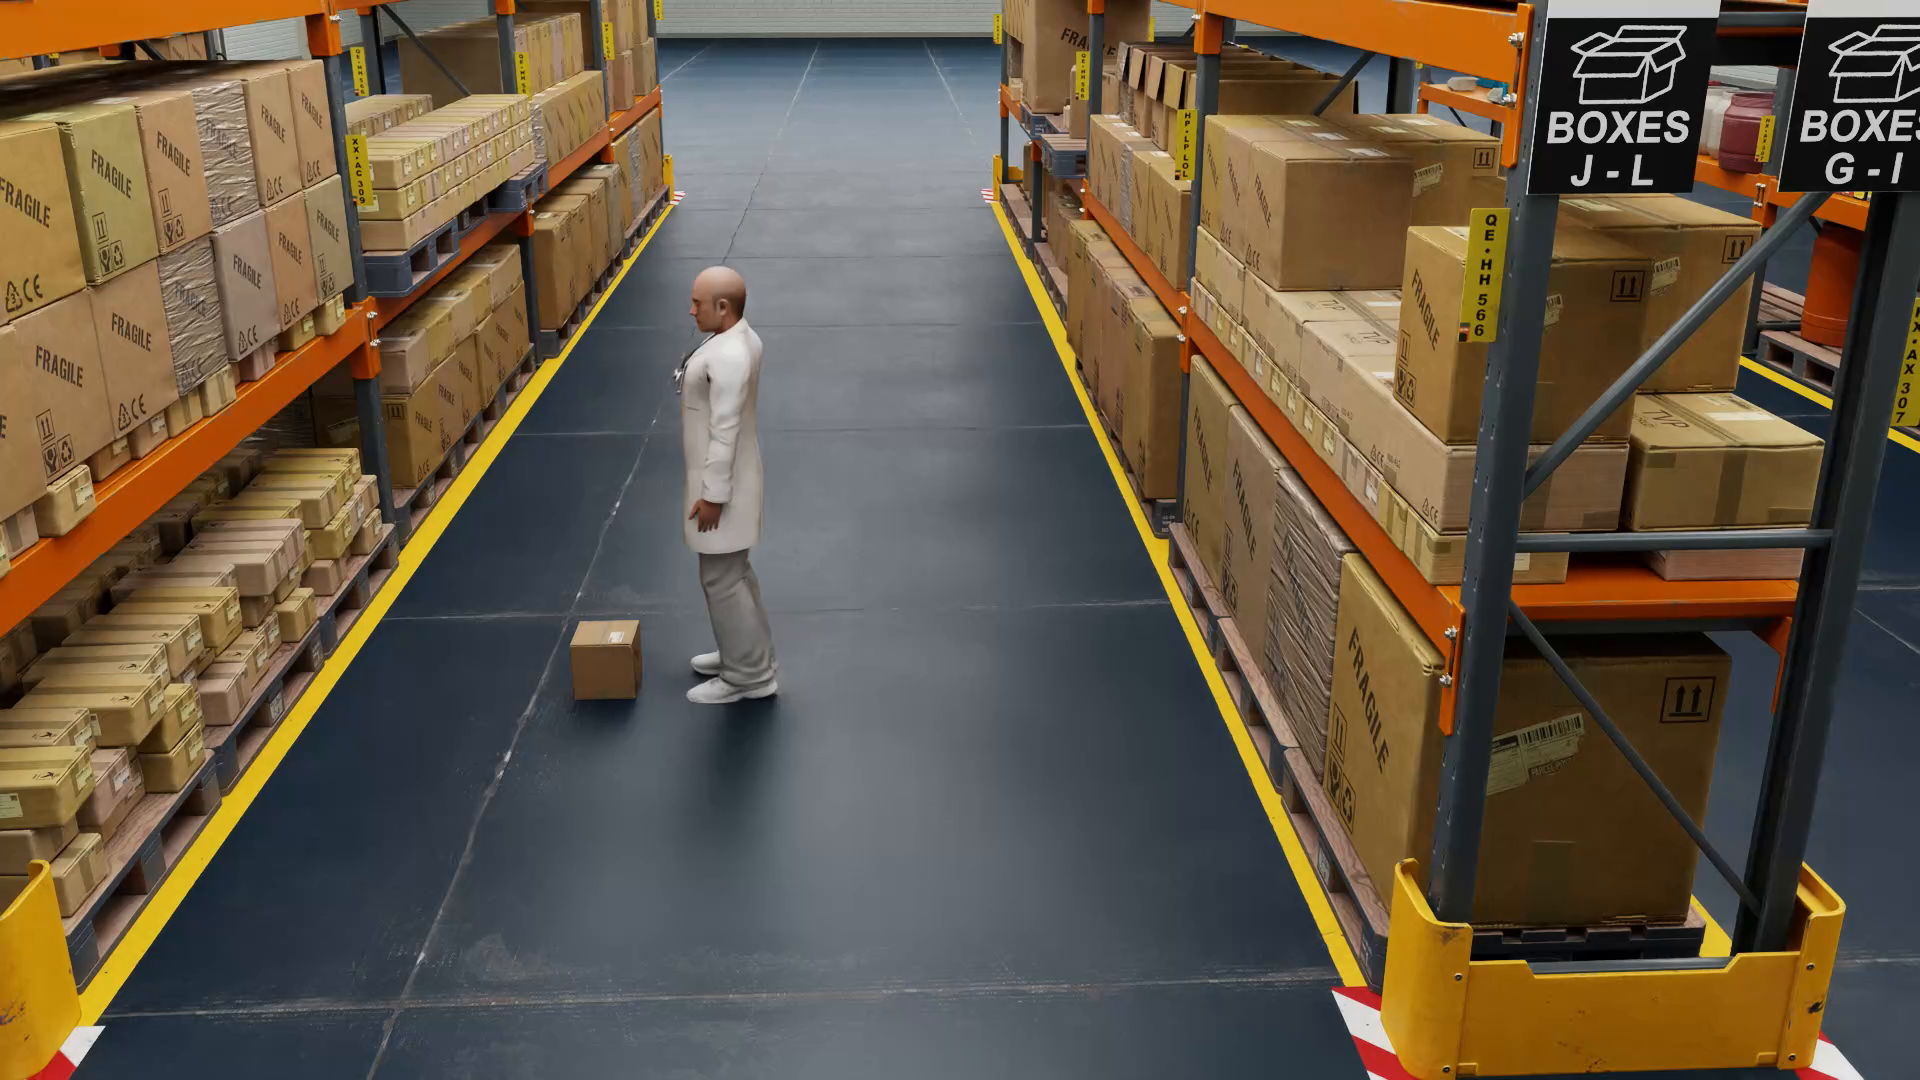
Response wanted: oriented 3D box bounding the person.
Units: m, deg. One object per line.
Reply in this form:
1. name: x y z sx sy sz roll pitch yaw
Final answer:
1. person: -0.955 -0.210 6.702 0.389 1.790 0.562 -1 20 -2
